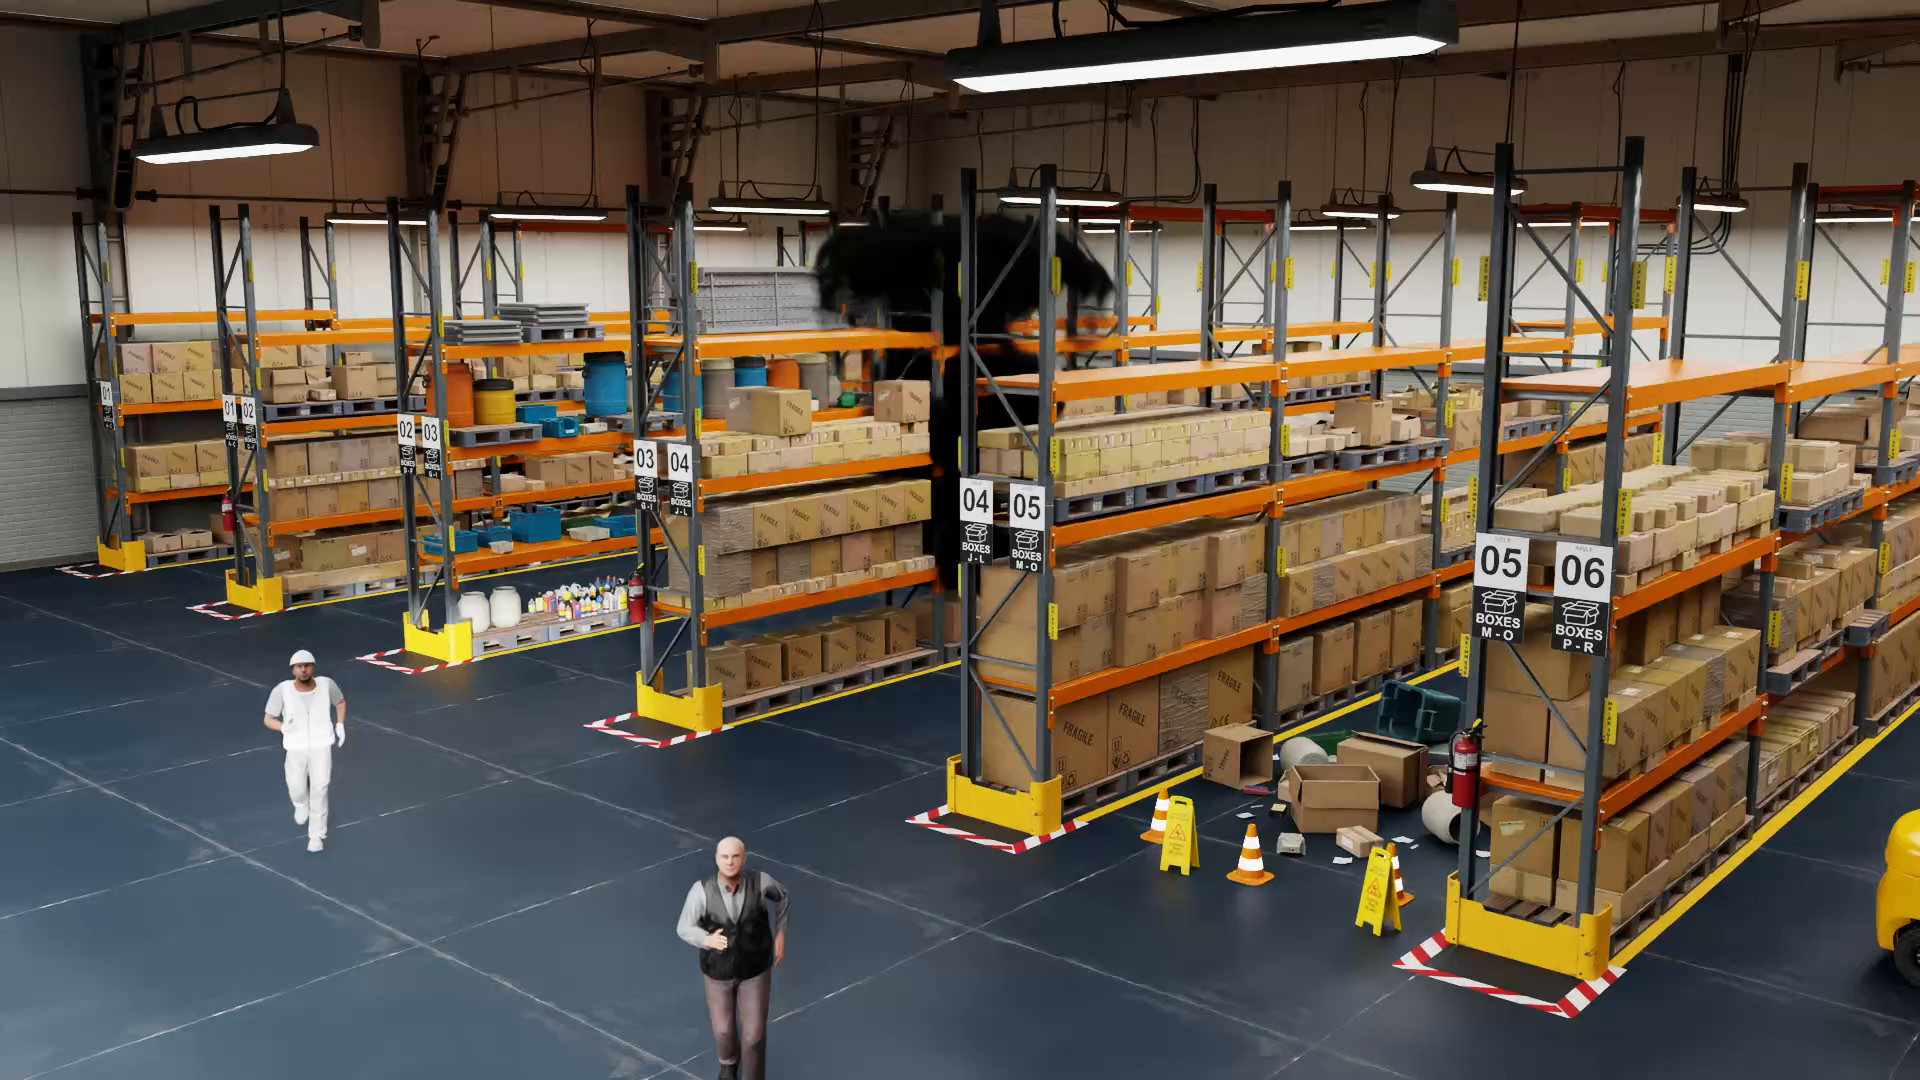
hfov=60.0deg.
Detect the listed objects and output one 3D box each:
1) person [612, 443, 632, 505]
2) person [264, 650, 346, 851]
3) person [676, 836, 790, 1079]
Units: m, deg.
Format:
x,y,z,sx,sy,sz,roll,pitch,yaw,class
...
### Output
x,y,z,sx,sy,sz,roll,pitch,yaw,class
-6.588,-1.086,32.664,0.592,1.730,0.835,7,12,35,person
-5.836,1.839,14.880,0.699,1.759,0.847,-4,10,-23,person
-1.371,2.660,10.123,0.672,1.789,0.786,-1,10,-4,person
